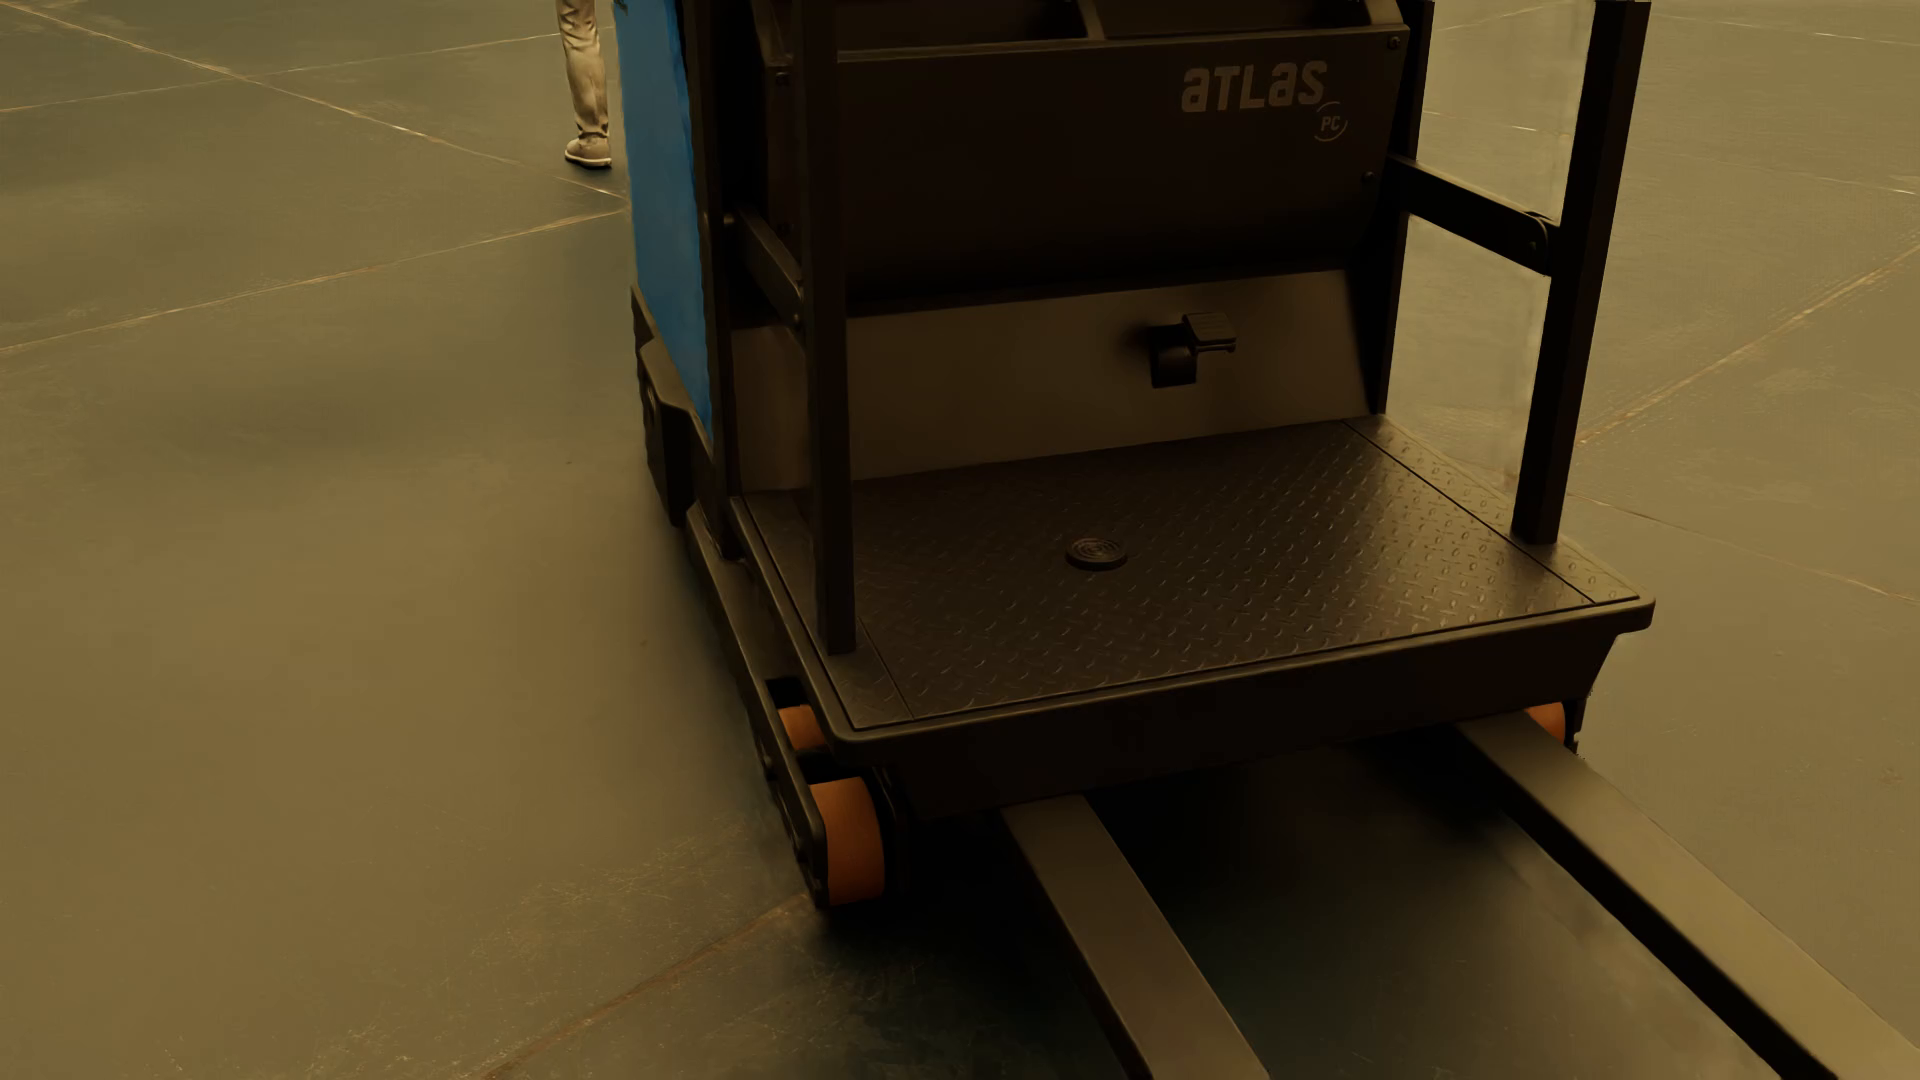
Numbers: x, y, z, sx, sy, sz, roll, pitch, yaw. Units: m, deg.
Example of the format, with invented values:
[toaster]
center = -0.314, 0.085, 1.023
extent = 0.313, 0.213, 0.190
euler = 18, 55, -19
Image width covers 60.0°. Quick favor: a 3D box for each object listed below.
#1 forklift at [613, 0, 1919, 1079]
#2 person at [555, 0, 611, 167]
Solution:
[forklift]
center = 0.240, -1.042, 1.902
extent = 1.130, 2.935, 3.031
euler = -8, 27, -16
[person]
center = -1.183, -2.070, 5.442
extent = 0.529, 1.662, 0.376
euler = -10, 28, -20
